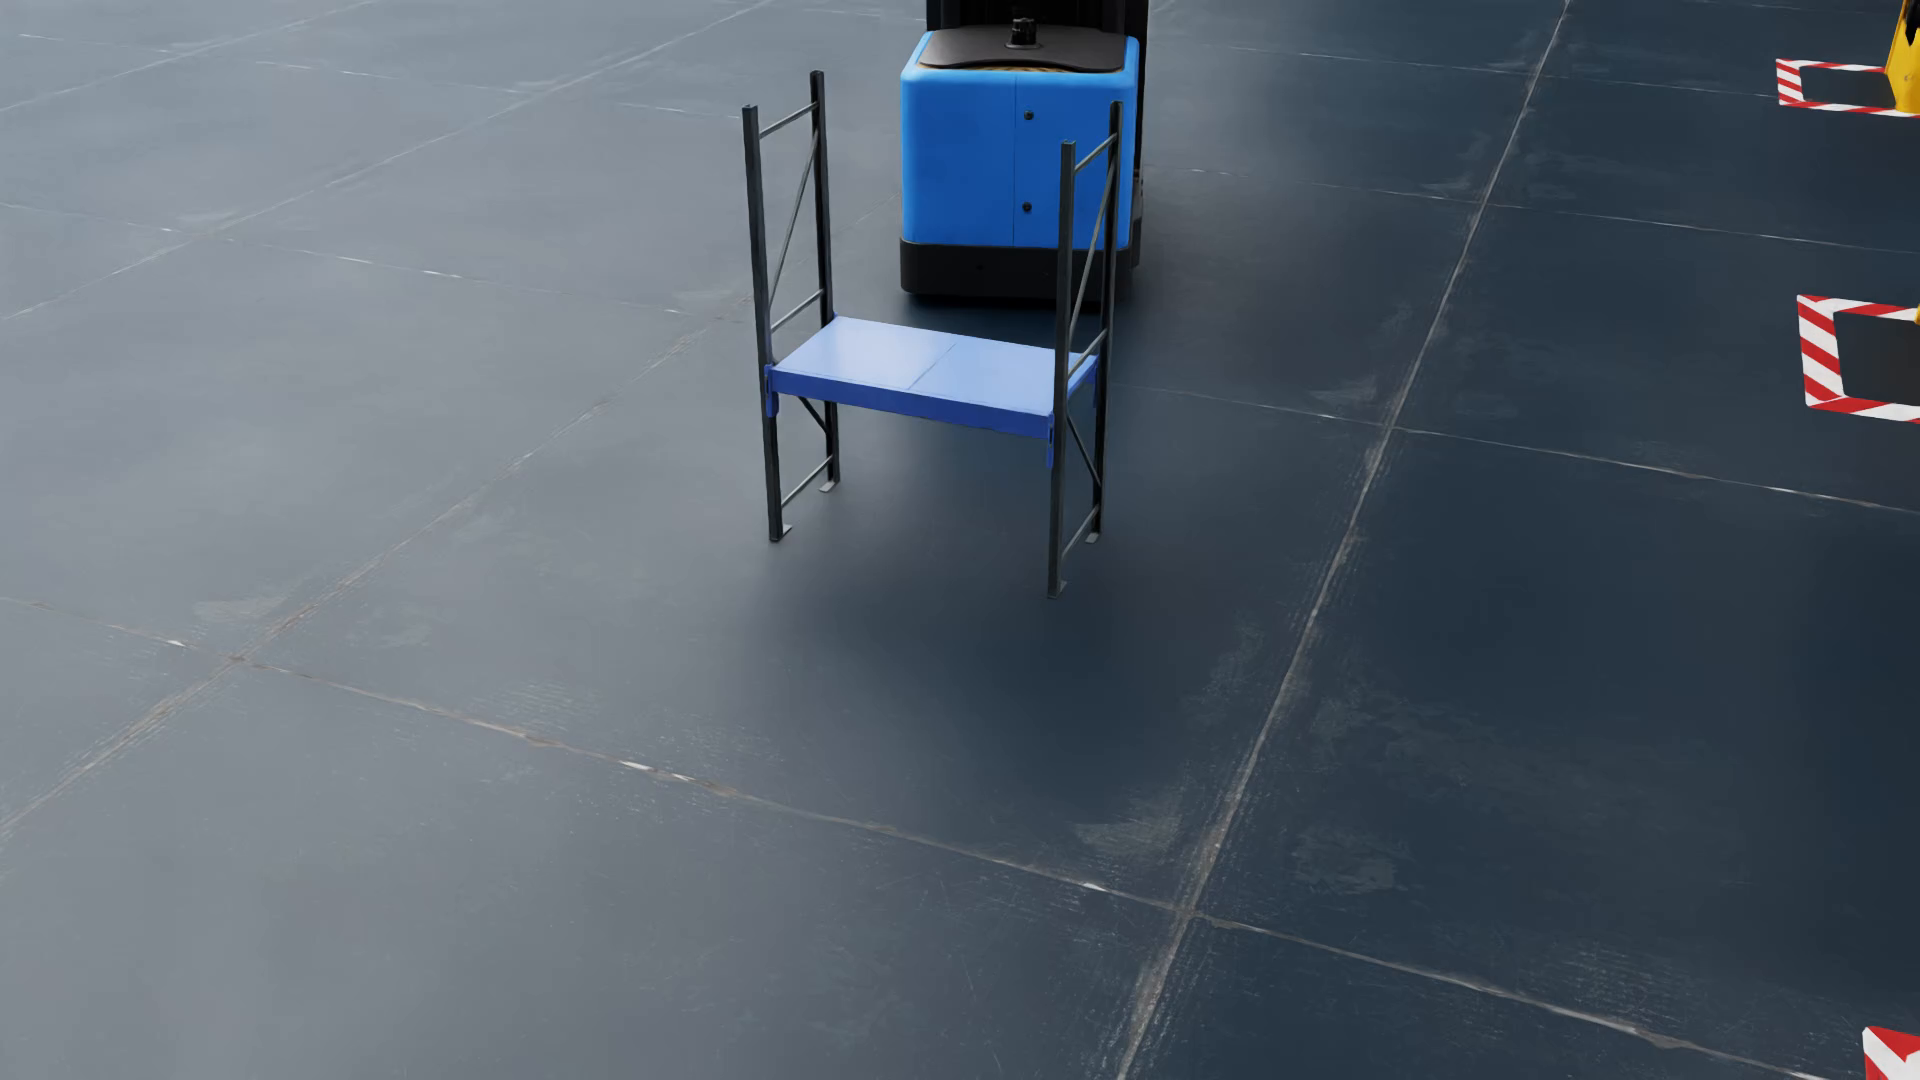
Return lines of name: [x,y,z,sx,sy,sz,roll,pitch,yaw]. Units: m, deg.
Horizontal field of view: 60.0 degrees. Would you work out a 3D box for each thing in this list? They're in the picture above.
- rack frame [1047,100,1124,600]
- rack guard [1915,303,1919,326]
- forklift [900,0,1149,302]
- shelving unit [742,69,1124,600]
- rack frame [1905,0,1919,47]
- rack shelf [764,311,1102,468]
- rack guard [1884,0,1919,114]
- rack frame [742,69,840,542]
rack frame: [0.392,-0.575,5.242,0.032,1.500,0.500,11,31,19]
rack guard: [4.277,-0.945,6.914,0.348,0.500,1.175,11,31,19]
forklift: [0.406,-3.051,8.169,1.130,2.935,3.031,3,30,6]
shelving unit: [-0.079,-0.669,5.409,1.048,1.500,0.538,11,31,19]
rack frame: [6.258,-4.272,10.259,0.127,3.000,1.000,11,31,19]
rack shelf: [-0.079,-0.512,5.497,1.000,0.185,0.538,11,31,19]
rack guard: [6.328,-3.169,10.849,0.348,0.500,1.175,11,31,19]
rack frame: [-0.550,-0.763,5.575,0.032,1.500,0.500,11,31,19]
